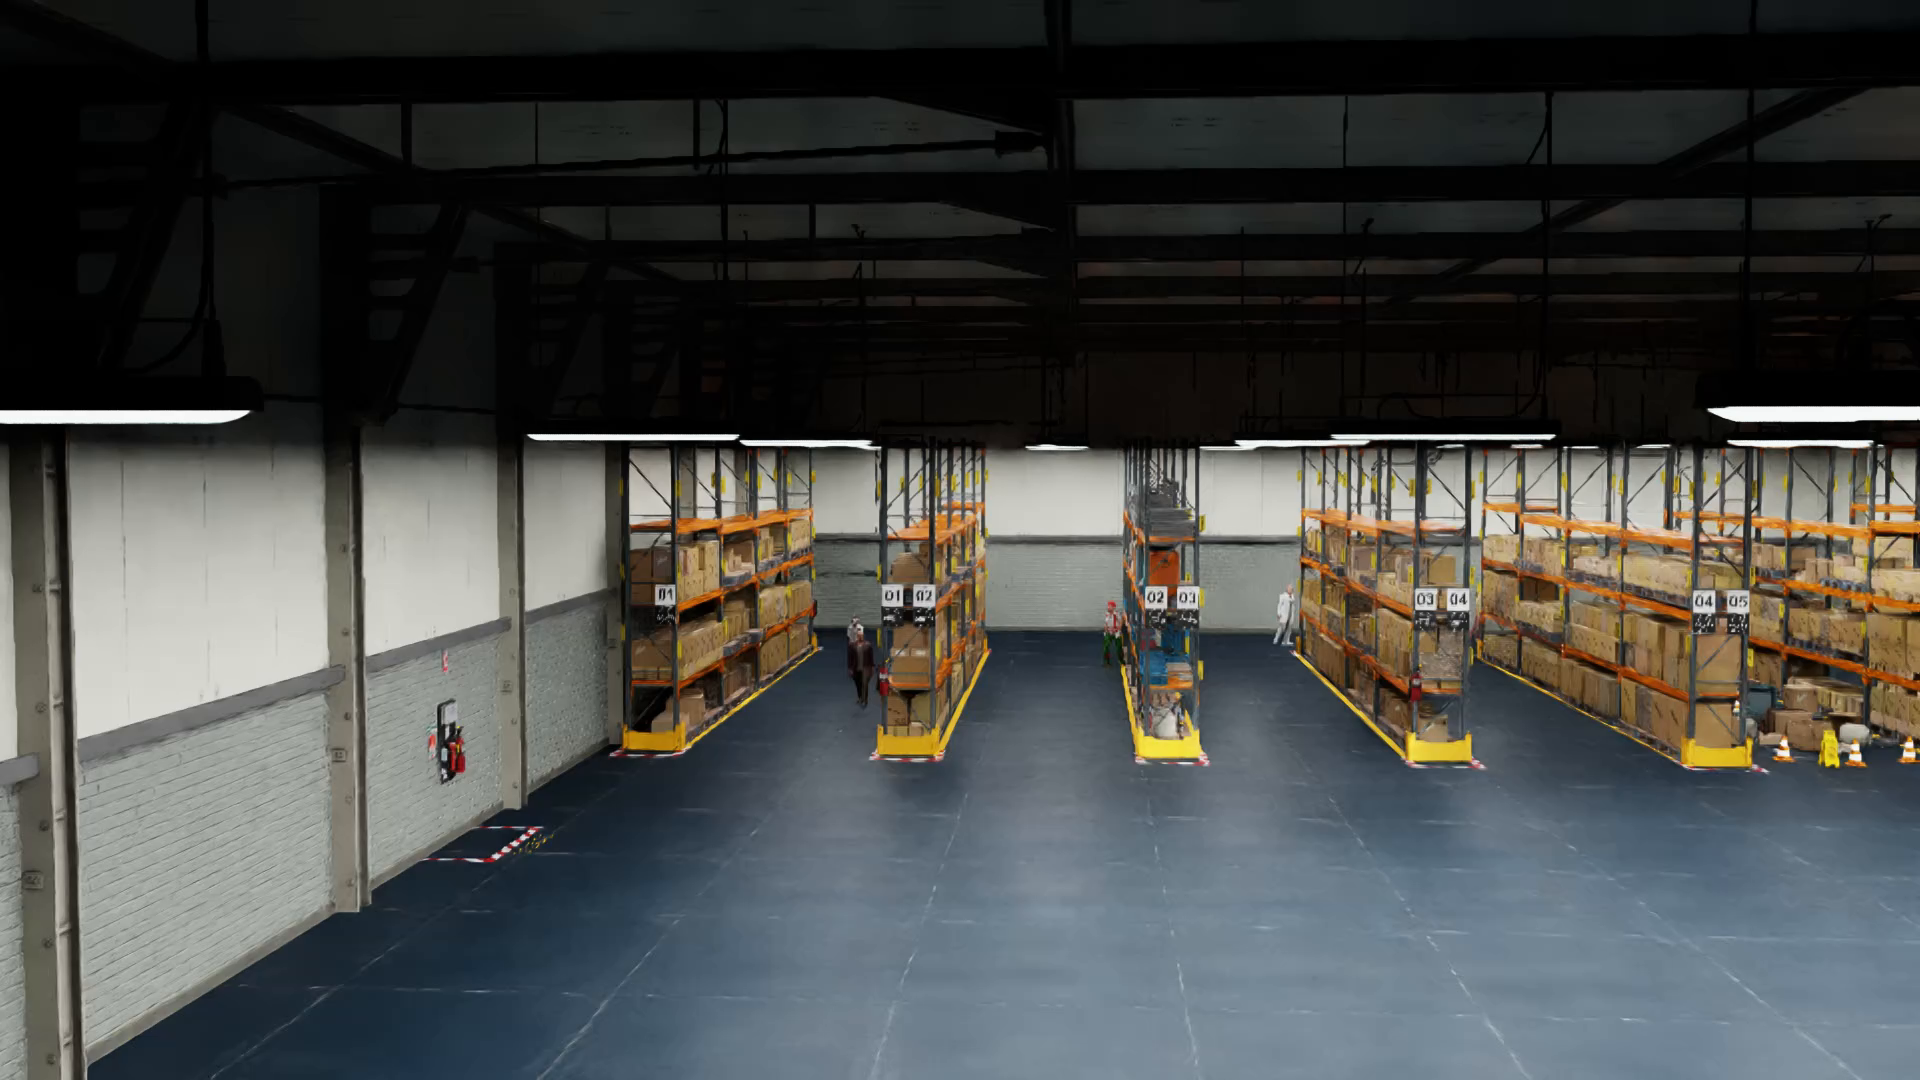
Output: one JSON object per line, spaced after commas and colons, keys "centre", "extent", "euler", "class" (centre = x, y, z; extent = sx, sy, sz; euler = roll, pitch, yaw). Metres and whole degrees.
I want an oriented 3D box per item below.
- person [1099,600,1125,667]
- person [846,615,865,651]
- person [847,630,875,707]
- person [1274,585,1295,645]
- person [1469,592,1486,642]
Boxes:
{"centre": [4.069, 2.481, 44.209], "extent": [0.620, 1.762, 0.686], "euler": [2, 4, 37], "class": "person"}
{"centre": [-2.642, 2.664, 42.025], "extent": [0.456, 1.589, 1.088], "euler": [0, 3, 7], "class": "person"}
{"centre": [-2.234, 2.859, 37.297], "extent": [0.598, 1.698, 1.193], "euler": [0, 3, 6], "class": "person"}
{"centre": [9.609, 2.211, 49.233], "extent": [0.619, 1.769, 0.604], "euler": [-2, 4, -31], "class": "person"}
{"centre": [15.460, 2.232, 49.805], "extent": [0.654, 1.665, 0.482], "euler": [-2, 4, -37], "class": "person"}
